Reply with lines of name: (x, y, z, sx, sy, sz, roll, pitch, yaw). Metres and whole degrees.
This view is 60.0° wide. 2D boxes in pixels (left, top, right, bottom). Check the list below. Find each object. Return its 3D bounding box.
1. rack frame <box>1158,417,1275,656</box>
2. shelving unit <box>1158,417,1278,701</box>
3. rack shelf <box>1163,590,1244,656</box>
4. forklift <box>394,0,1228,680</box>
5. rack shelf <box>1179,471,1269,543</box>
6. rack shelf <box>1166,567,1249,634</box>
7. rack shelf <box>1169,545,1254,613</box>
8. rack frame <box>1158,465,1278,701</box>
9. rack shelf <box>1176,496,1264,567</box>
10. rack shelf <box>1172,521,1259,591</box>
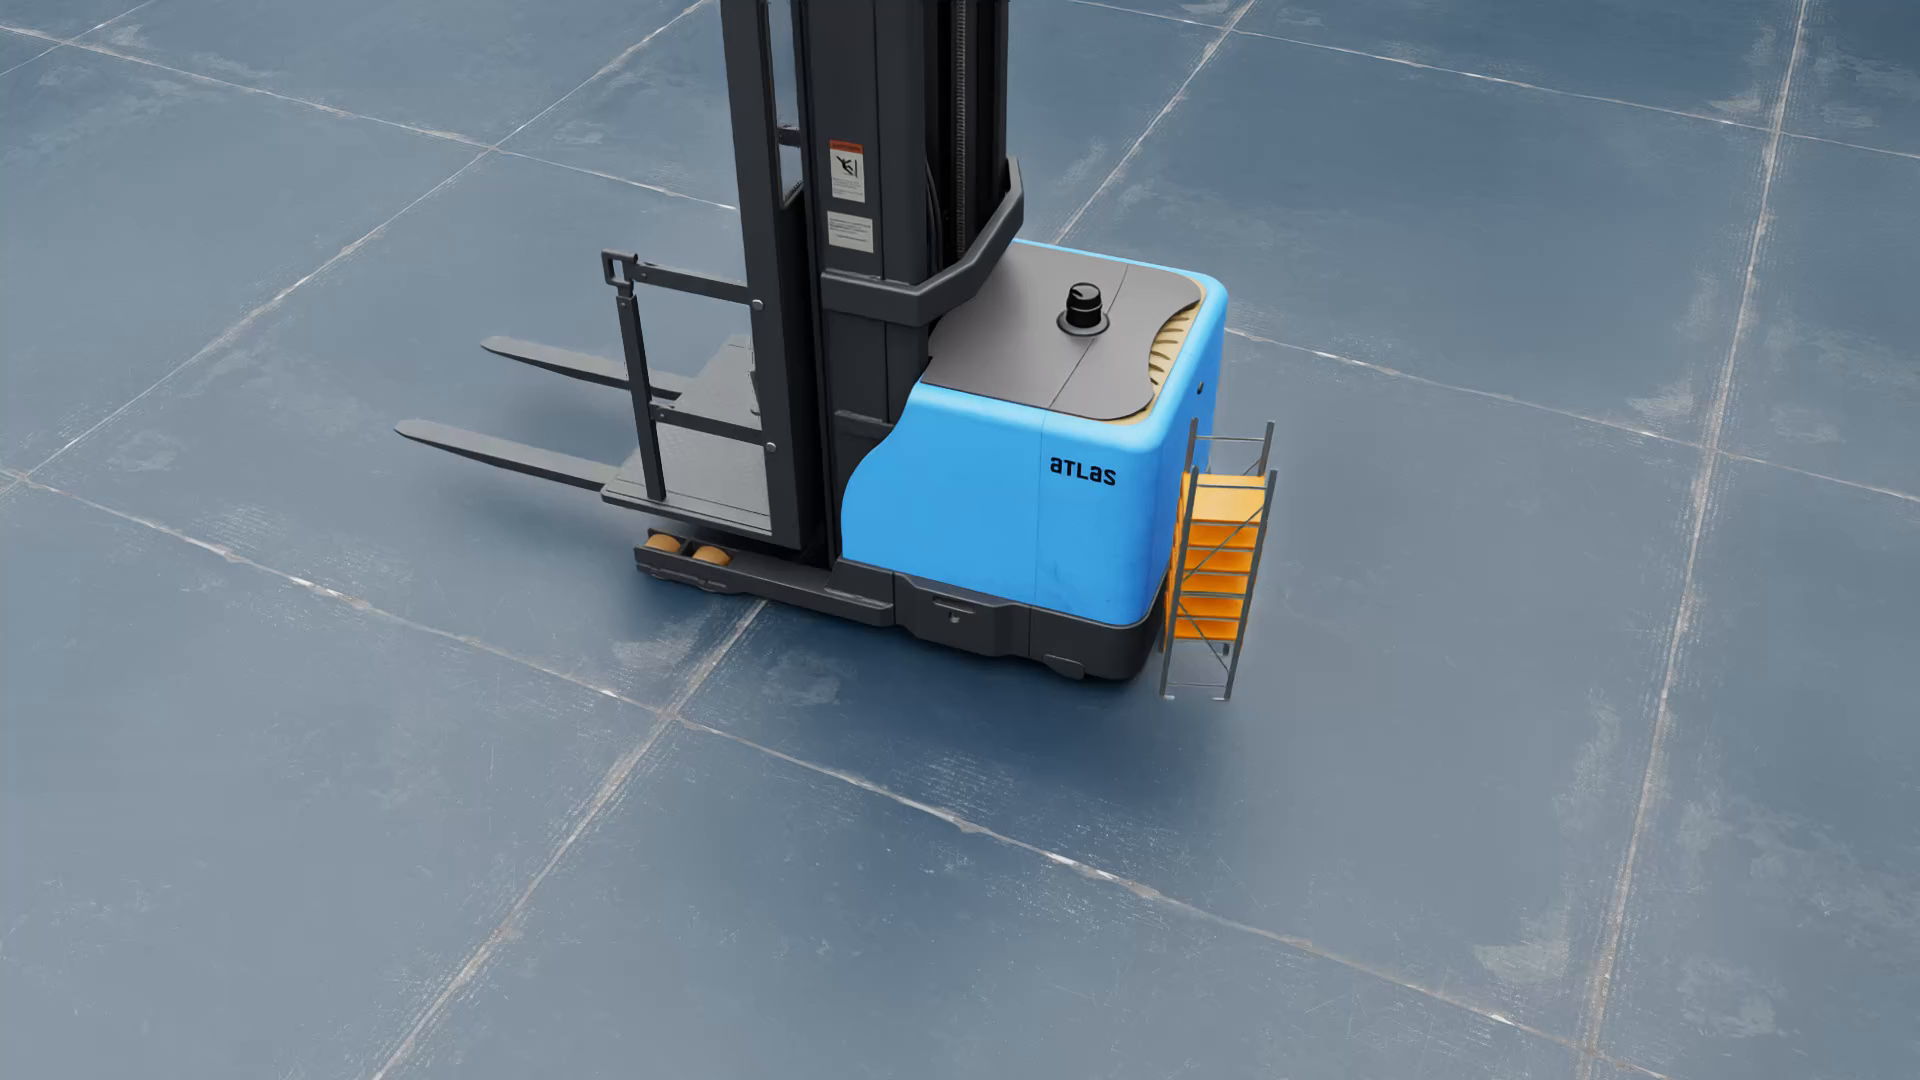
rack frame: (0.796, 0.023, 5.268, 0.240, 1.200, 0.006, 3, 52, 3)
shelving unit: (0.790, 0.095, 5.212, 0.258, 1.200, 0.189, 3, 52, 3)
rack shelf: (0.794, 0.270, 5.436, 0.258, 0.103, 0.180, 3, 52, 3)
forklift: (-0.649, -1.229, 5.430, 3.031, 2.935, 1.130, 14, 43, 15)
rack shelf: (0.785, -0.099, 4.964, 0.258, 0.103, 0.180, 3, 52, 3)
rack shelf: (0.792, 0.196, 5.342, 0.258, 0.103, 0.180, 3, 52, 3)
rack shelf: (0.790, 0.123, 5.247, 0.258, 0.103, 0.180, 3, 52, 3)
rack frame: (0.783, 0.167, 5.156, 0.240, 1.200, 0.006, 3, 52, 3)
rack shelf: (0.787, -0.025, 5.058, 0.258, 0.103, 0.180, 3, 52, 3)
rack shelf: (0.789, 0.049, 5.153, 0.258, 0.103, 0.180, 3, 52, 3)
